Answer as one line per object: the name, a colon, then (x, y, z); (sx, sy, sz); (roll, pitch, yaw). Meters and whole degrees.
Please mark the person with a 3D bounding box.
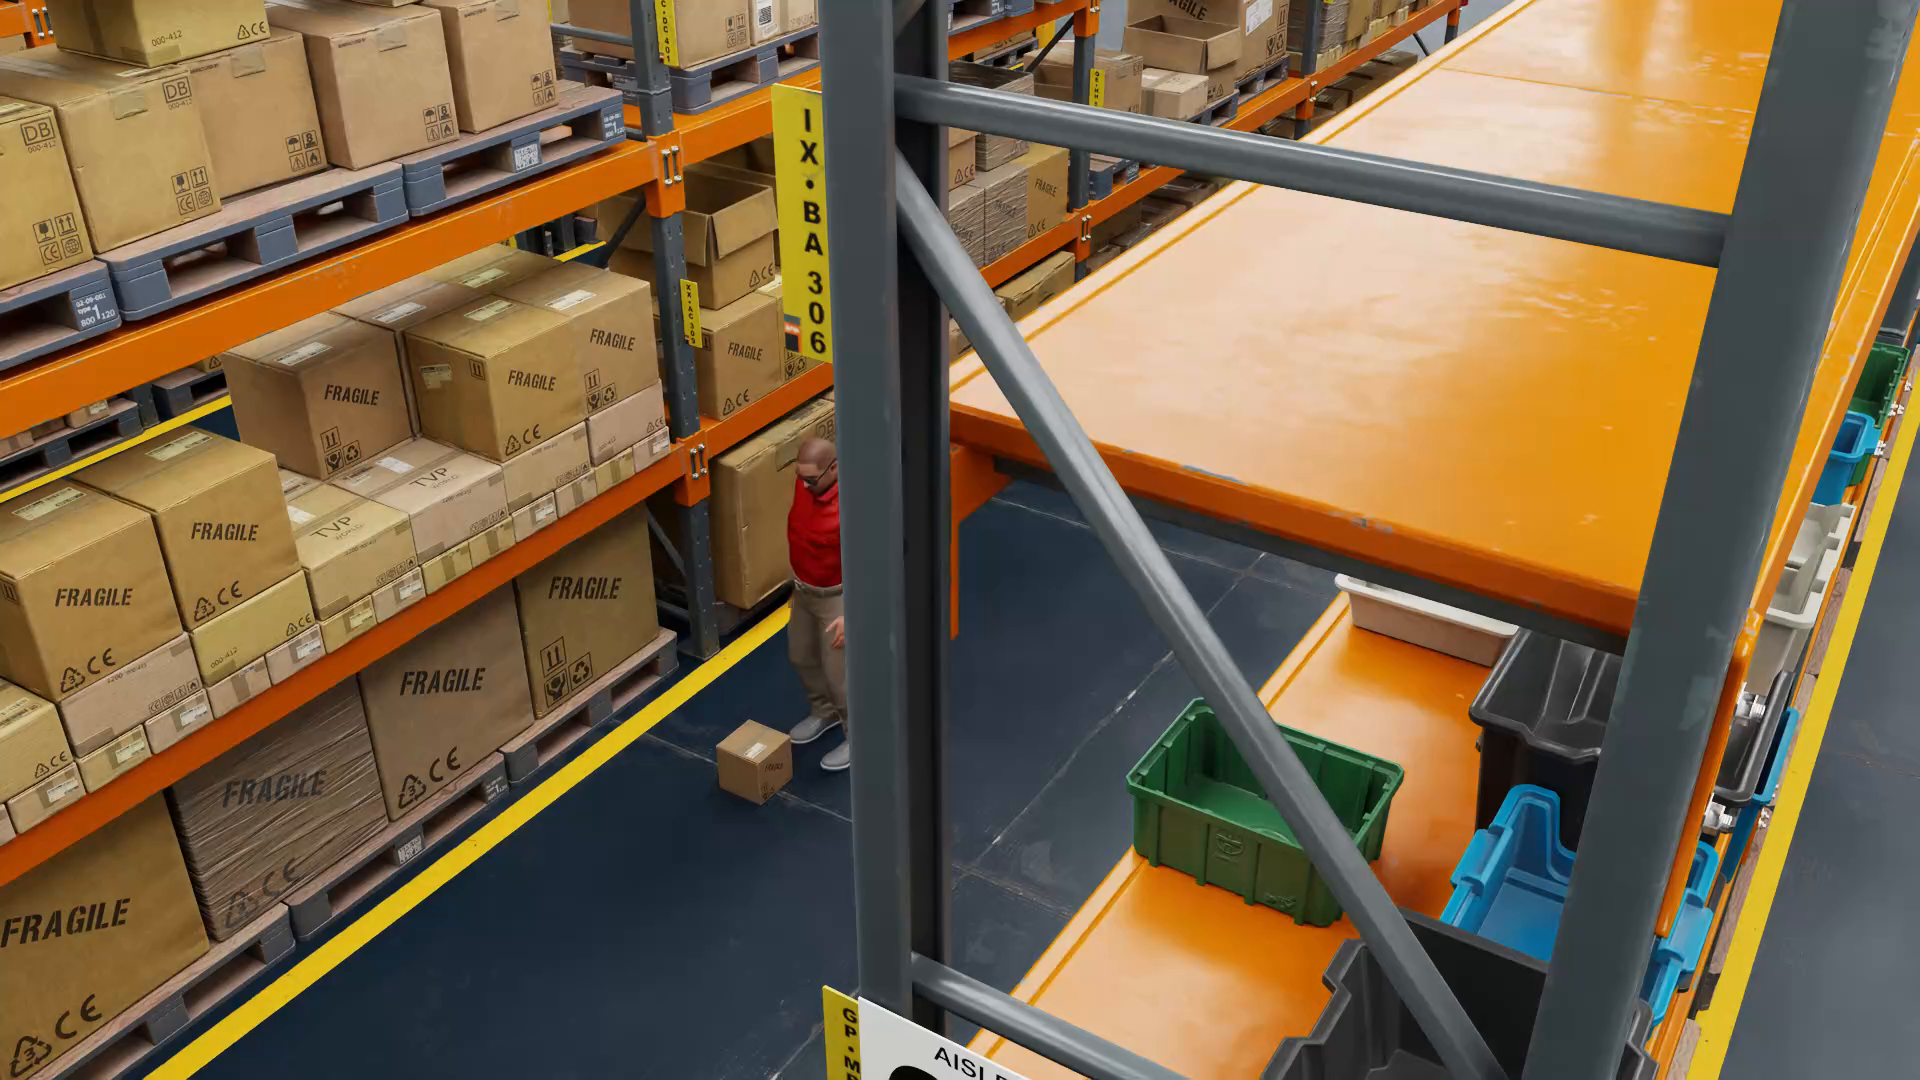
person: (-0.595, 0.278, 7.760); (0.365, 1.709, 0.541); (-23, 38, -34)
